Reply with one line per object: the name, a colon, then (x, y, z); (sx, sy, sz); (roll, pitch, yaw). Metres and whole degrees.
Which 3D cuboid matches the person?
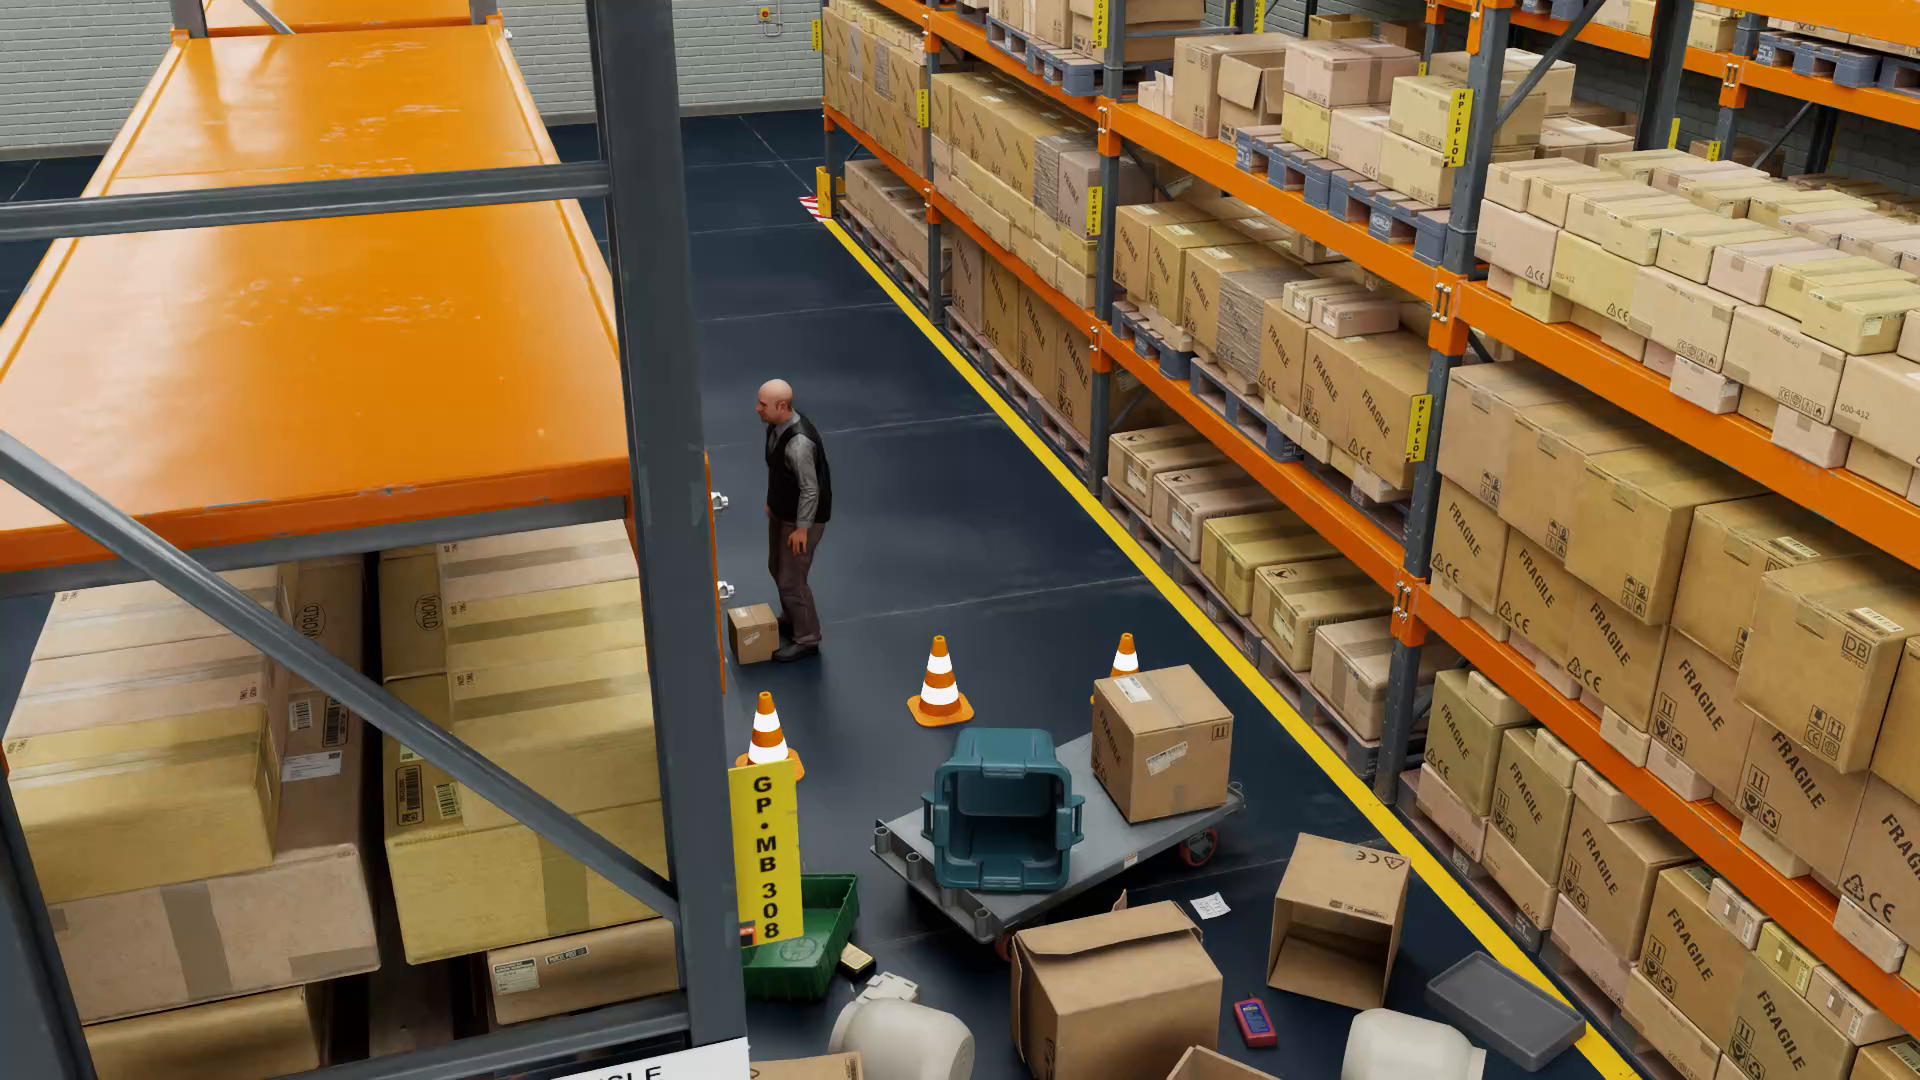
person: (-0.967, -0.140, 9.676); (0.427, 1.720, 0.590); (-10, 28, -19)
